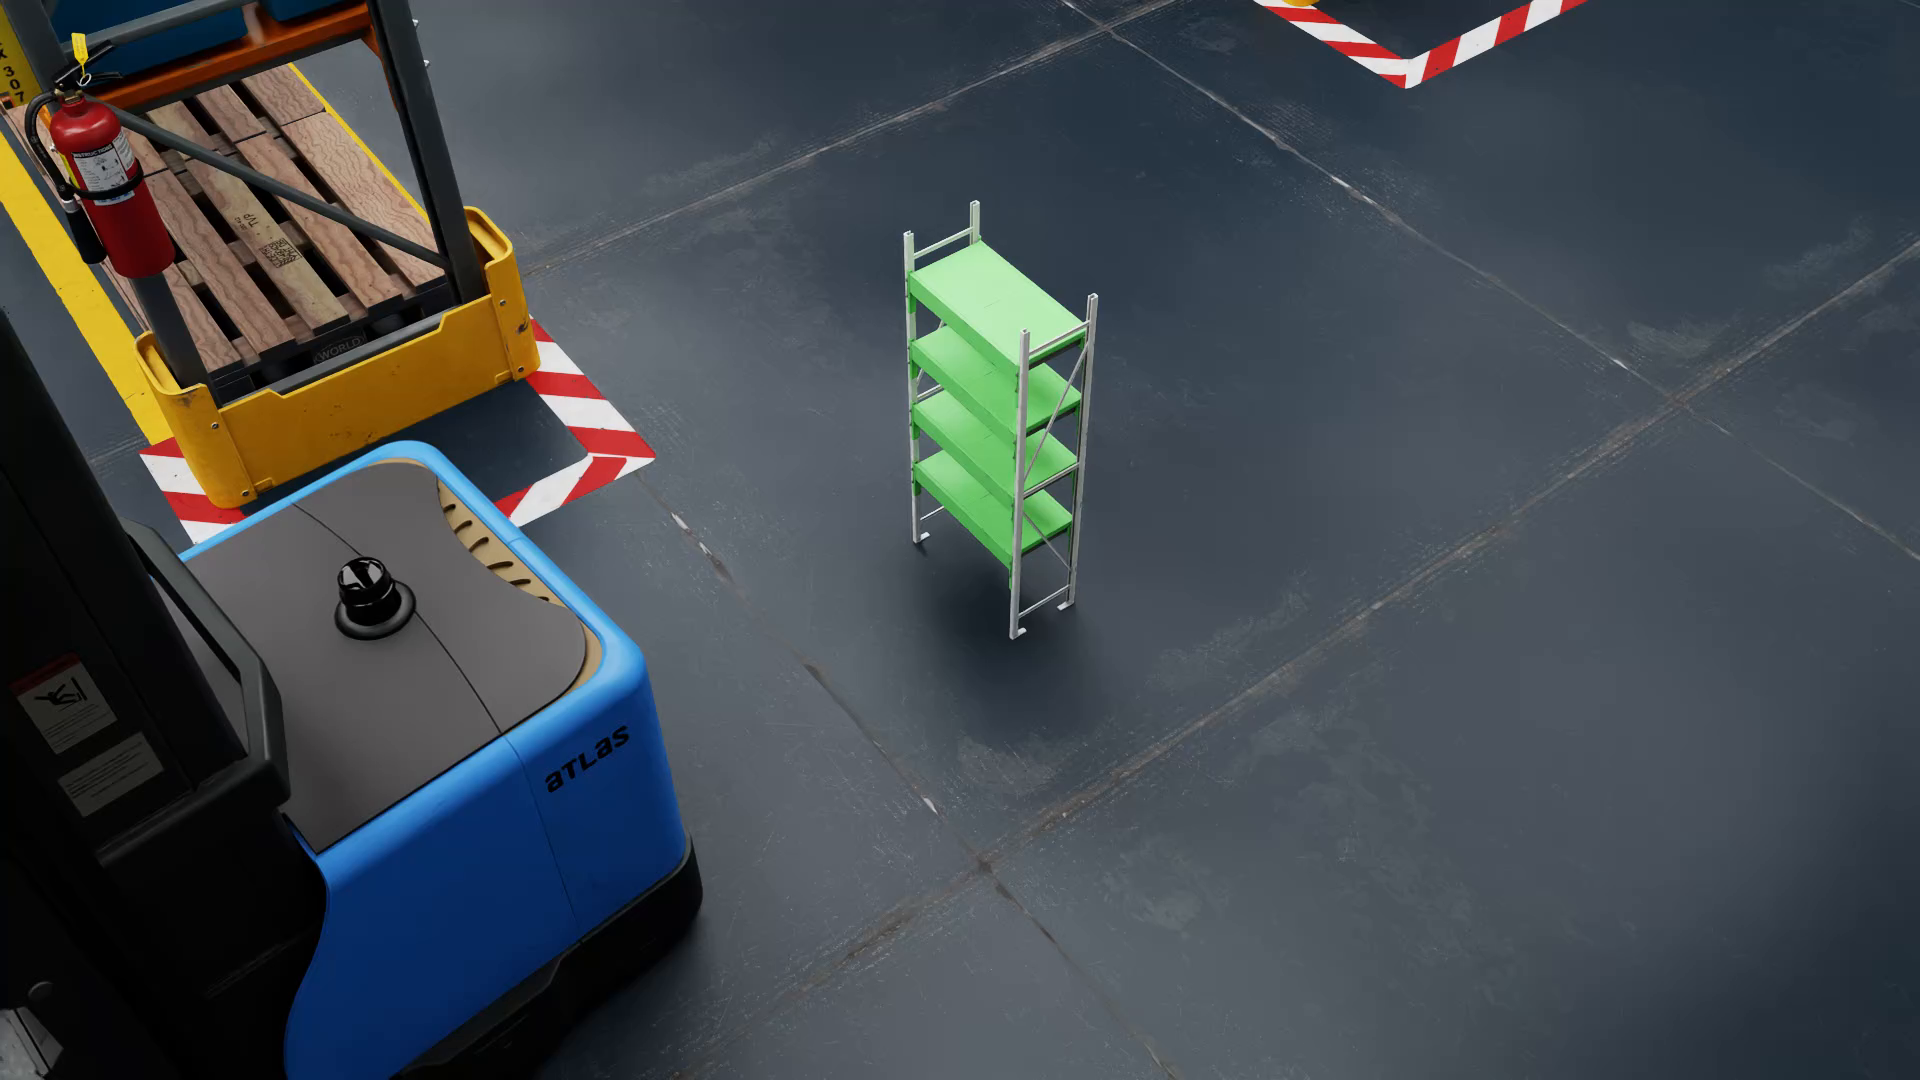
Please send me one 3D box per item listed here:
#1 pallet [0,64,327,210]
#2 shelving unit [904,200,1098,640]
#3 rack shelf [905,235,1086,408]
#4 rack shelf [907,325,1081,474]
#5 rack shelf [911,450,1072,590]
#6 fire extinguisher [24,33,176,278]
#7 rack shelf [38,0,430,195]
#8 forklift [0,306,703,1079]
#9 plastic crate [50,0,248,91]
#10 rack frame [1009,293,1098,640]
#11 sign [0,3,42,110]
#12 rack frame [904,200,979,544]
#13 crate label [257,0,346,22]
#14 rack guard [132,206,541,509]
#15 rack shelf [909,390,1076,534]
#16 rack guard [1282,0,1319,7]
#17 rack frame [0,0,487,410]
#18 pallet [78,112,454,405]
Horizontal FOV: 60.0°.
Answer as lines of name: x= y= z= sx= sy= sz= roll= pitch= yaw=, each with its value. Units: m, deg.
pallet: x=-3.235 y=-1.745 z=6.689 sx=1.003 sy=0.211 sz=1.213 roll=-29 pitch=54 yaw=-24
shelving unit: x=0.100 y=-0.305 z=4.717 sx=0.258 sy=1.200 sz=0.503 roll=-29 pitch=54 yaw=-24
rack shelf: x=0.100 y=-0.585 z=4.409 sx=0.258 sy=0.148 sz=0.480 roll=-29 pitch=54 yaw=-24
rack shelf: x=0.100 y=-0.424 z=4.587 sx=0.258 sy=0.148 sz=0.480 roll=-29 pitch=54 yaw=-24
rack shelf: x=0.100 y=-0.101 z=4.942 sx=0.258 sy=0.148 sz=0.480 roll=-29 pitch=54 yaw=-24
fire extinguisher: x=-2.302 y=-1.015 z=4.449 sx=0.296 sy=0.674 sz=0.183 roll=-29 pitch=54 yaw=-24
rack shelf: x=-3.243 y=-2.396 z=5.883 sx=1.077 sy=0.370 sz=4.000 roll=-29 pitch=54 yaw=-24
forklift: x=-2.090 y=0.473 z=2.843 sx=3.031 sy=2.935 sz=1.130 roll=-35 pitch=56 yaw=-27
plastic crate: x=-2.383 y=-1.604 z=4.615 sx=0.616 sy=0.435 sz=0.499 roll=-29 pitch=54 yaw=-24
rack frame: x=0.248 y=-0.162 z=4.587 sx=0.240 sy=1.200 sz=0.015 roll=-29 pitch=54 yaw=-24
sign: x=-2.460 y=-1.257 z=4.255 sx=0.100 sy=0.325 sz=0.005 roll=-29 pitch=54 yaw=-24
rack frame: x=-0.048 y=-0.449 z=4.847 sx=0.240 sy=1.200 sz=0.015 roll=-29 pitch=54 yaw=-24
crate label: x=-1.919 y=-1.716 z=4.853 sx=0.416 sy=0.233 sz=0.303 roll=-29 pitch=54 yaw=-24
rack guard: x=-2.007 y=-0.611 z=5.466 sx=1.175 sy=0.500 sz=0.348 roll=-29 pitch=54 yaw=-24
rack shelf: x=0.100 y=-0.262 z=4.764 sx=0.258 sy=0.148 sz=0.480 roll=-29 pitch=54 yaw=-24
rack guard: x=1.867 y=-2.884 z=7.527 sx=1.175 sy=0.500 sz=0.348 roll=-29 pitch=54 yaw=-24
rack frame: x=-2.032 y=-1.459 z=4.548 sx=1.000 sy=3.000 sz=0.127 roll=-29 pitch=54 yaw=-24
pallet: x=-2.500 y=-1.026 z=6.037 sx=1.003 sy=0.211 sz=1.213 roll=-29 pitch=54 yaw=-24
